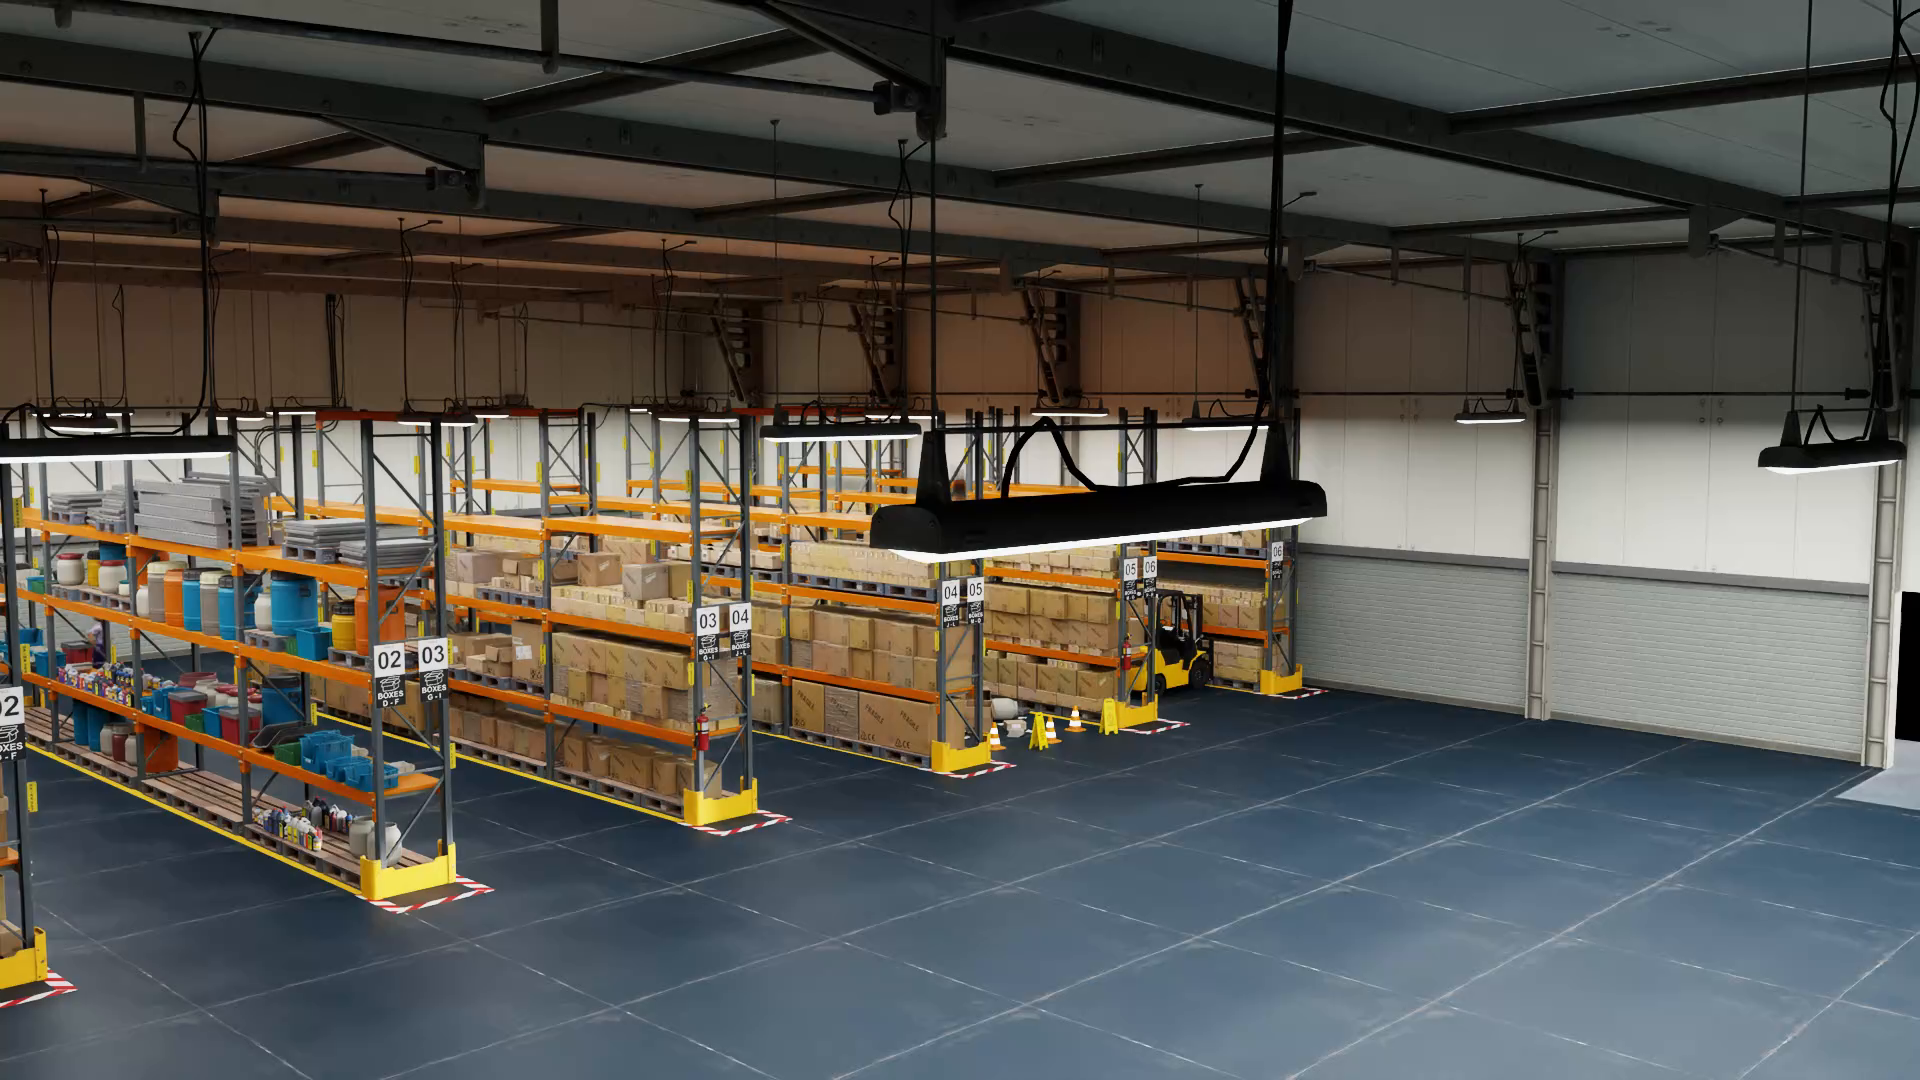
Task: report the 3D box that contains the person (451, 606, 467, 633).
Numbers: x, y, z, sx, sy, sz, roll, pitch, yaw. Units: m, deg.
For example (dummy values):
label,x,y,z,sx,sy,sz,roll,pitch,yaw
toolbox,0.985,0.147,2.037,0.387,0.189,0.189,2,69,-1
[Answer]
label,x,y,z,sx,sy,sz,roll,pitch,yaw
person,-12.035,1.975,40.106,0.705,1.664,0.620,-4,7,-40

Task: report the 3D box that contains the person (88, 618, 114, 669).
label,x,y,z,sx,sy,sz,roll,pitch,yaw
person,-18.439,2.332,35.497,0.786,1.551,0.628,-2,6,-24
